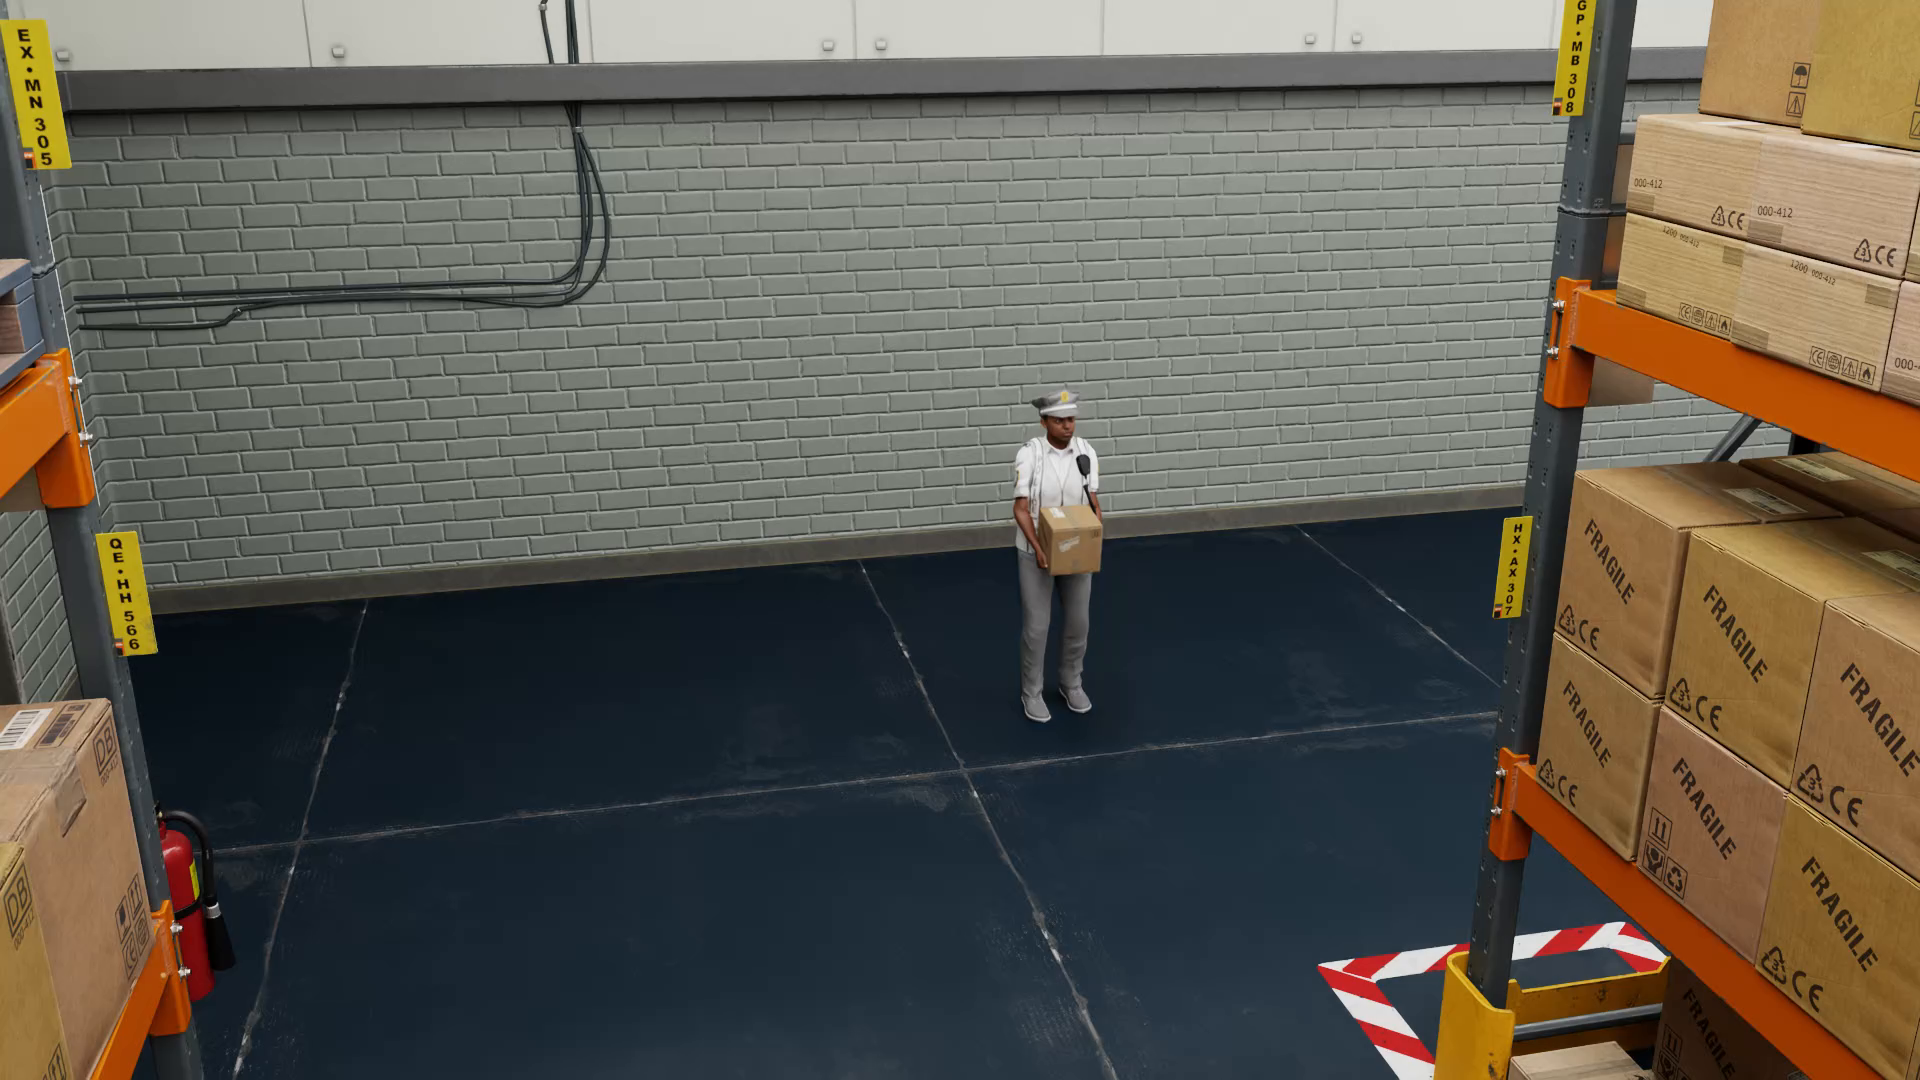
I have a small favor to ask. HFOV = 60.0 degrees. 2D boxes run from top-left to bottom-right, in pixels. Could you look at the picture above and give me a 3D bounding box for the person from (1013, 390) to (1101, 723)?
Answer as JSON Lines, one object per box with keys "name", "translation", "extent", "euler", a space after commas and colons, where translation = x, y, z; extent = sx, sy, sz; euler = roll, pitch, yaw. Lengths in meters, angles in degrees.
{"name": "person", "translation": [0.492, 0.082, 8.309], "extent": [0.450, 1.690, 0.514], "euler": [-4, 20, -12]}
